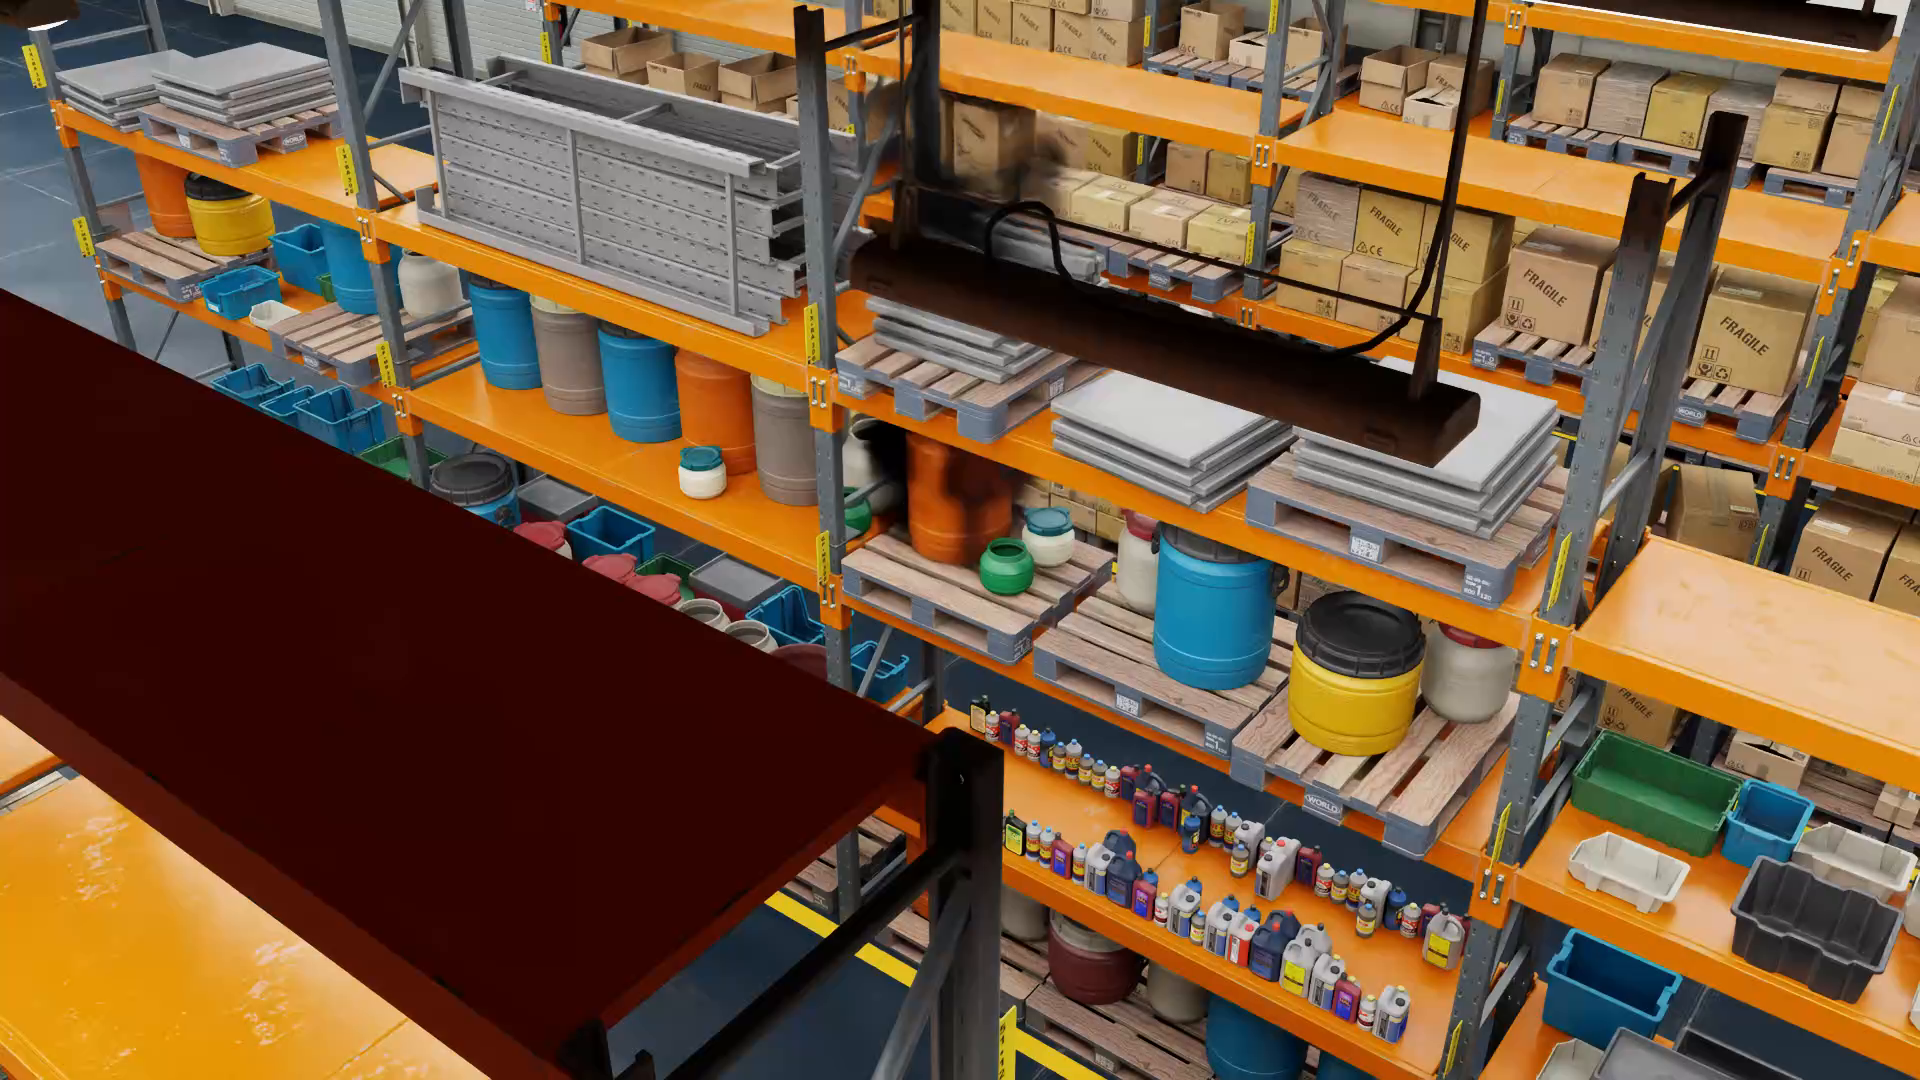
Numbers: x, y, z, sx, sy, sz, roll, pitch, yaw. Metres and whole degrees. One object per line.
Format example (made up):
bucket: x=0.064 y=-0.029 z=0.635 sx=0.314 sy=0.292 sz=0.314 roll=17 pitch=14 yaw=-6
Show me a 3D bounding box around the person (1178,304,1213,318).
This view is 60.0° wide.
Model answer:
person: x=2.298 y=-1.838 z=16.618 sx=0.595 sy=1.737 sz=0.649 roll=14 pitch=34 yaw=22
